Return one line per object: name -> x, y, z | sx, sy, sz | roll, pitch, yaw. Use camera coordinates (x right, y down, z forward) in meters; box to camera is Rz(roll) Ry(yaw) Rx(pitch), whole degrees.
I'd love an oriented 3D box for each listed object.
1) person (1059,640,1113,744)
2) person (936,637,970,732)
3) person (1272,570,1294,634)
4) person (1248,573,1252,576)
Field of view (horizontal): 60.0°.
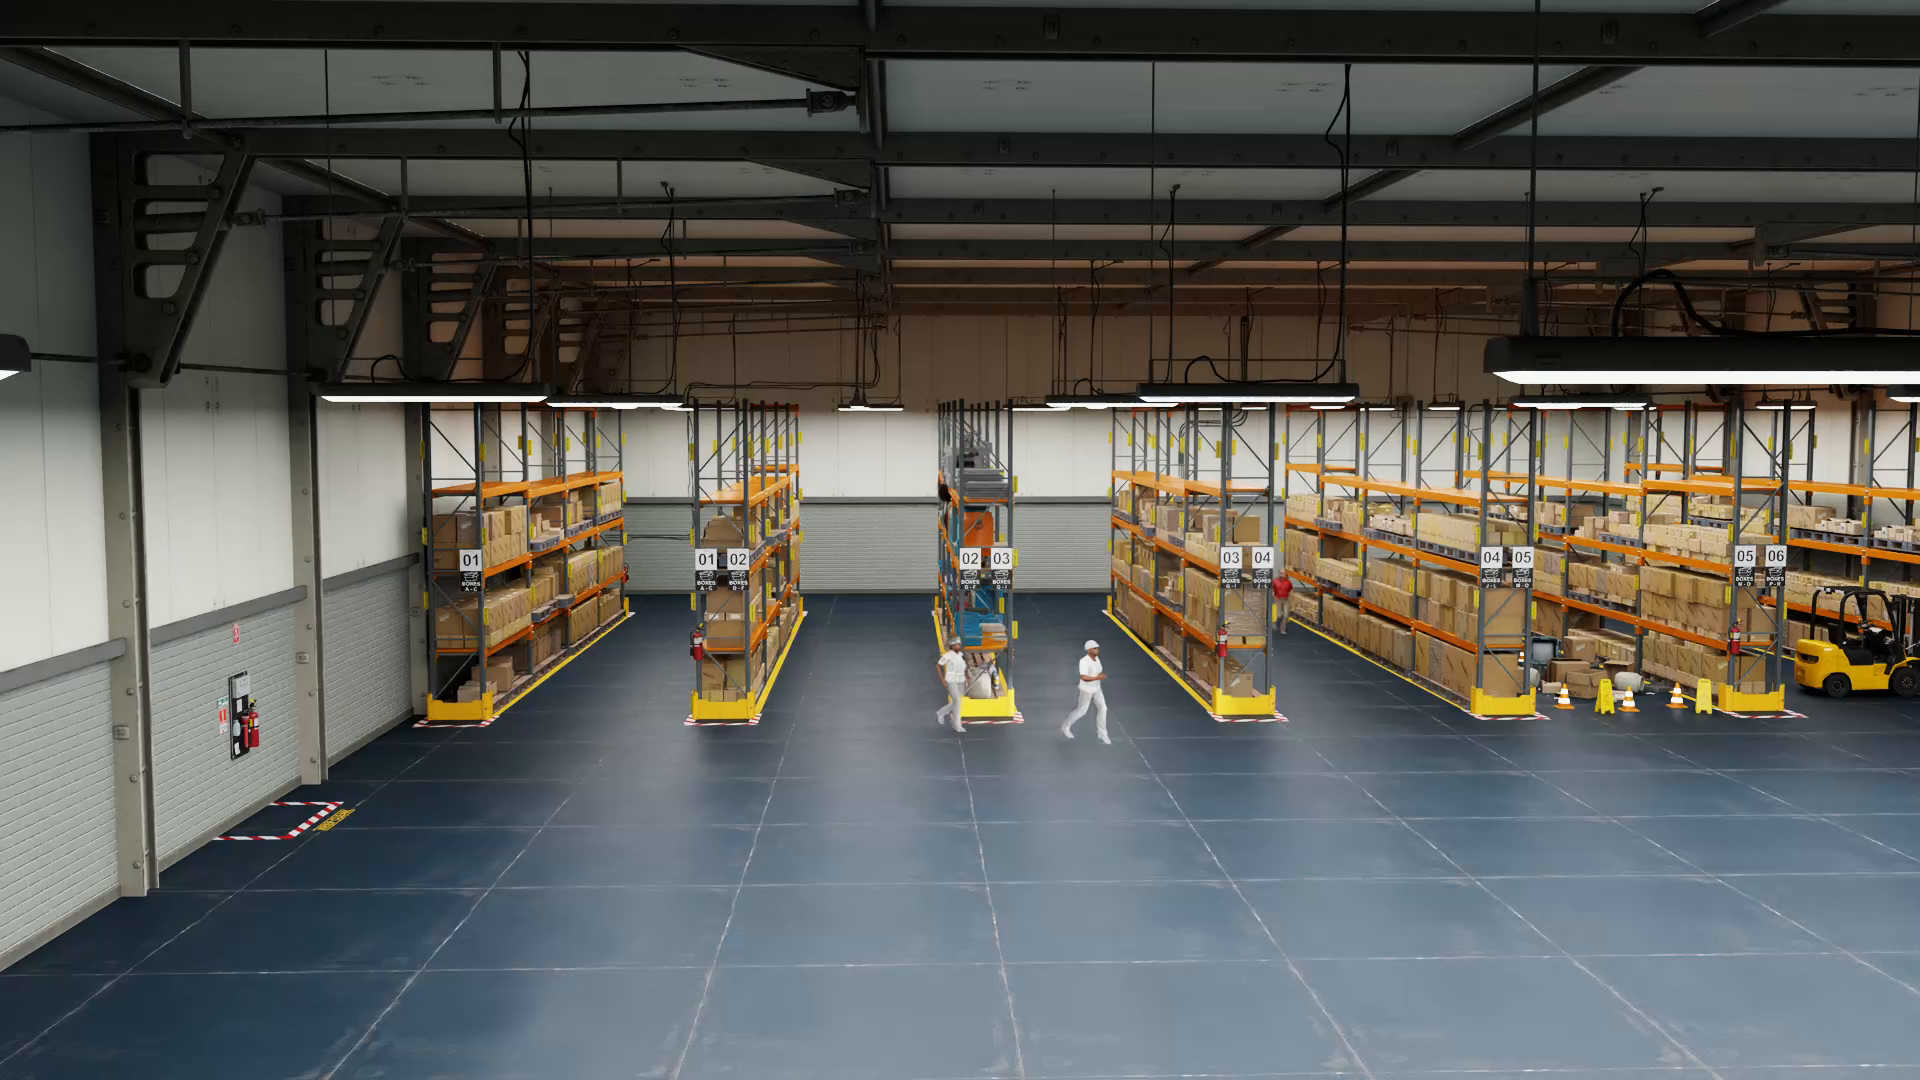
person -> 2.222, 2.641, 29.001 | 0.935, 1.812, 0.713 | 3, 5, 34
person -> -0.083, 2.607, 30.242 | 0.726, 1.683, 0.622 | 4, 6, 44
person -> 8.360, 1.604, 43.192 | 0.660, 1.673, 0.622 | 0, 4, -5
person -> 8.065, 1.196, 48.085 | 0.999, 1.729, 0.773 | -4, 6, -44
